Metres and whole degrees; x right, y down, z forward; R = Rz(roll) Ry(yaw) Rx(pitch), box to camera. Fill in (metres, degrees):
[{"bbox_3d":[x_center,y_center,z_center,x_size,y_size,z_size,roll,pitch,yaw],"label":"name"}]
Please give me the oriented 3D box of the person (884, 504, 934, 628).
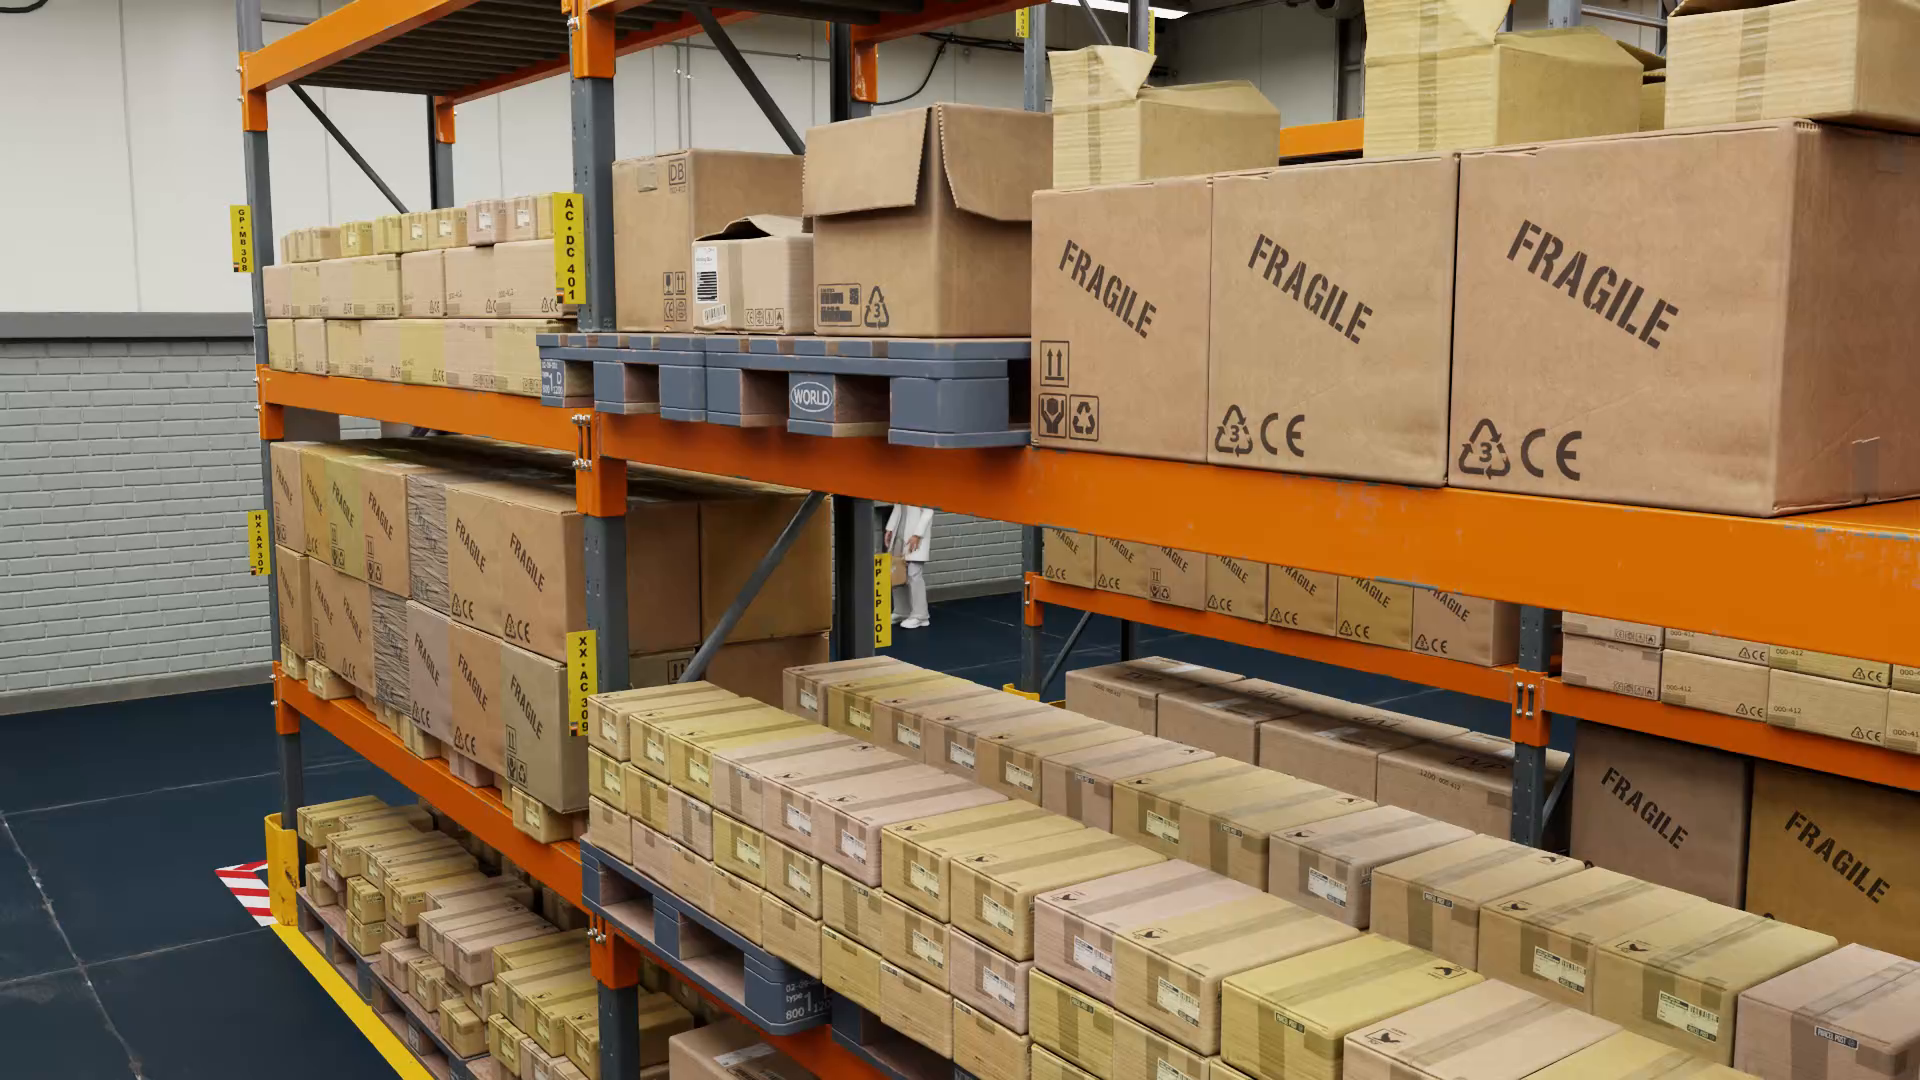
[{"bbox_3d":[-0.505,-0.027,16.543,0.424,1.778,0.589,-6,10,-37],"label":"person"}]
